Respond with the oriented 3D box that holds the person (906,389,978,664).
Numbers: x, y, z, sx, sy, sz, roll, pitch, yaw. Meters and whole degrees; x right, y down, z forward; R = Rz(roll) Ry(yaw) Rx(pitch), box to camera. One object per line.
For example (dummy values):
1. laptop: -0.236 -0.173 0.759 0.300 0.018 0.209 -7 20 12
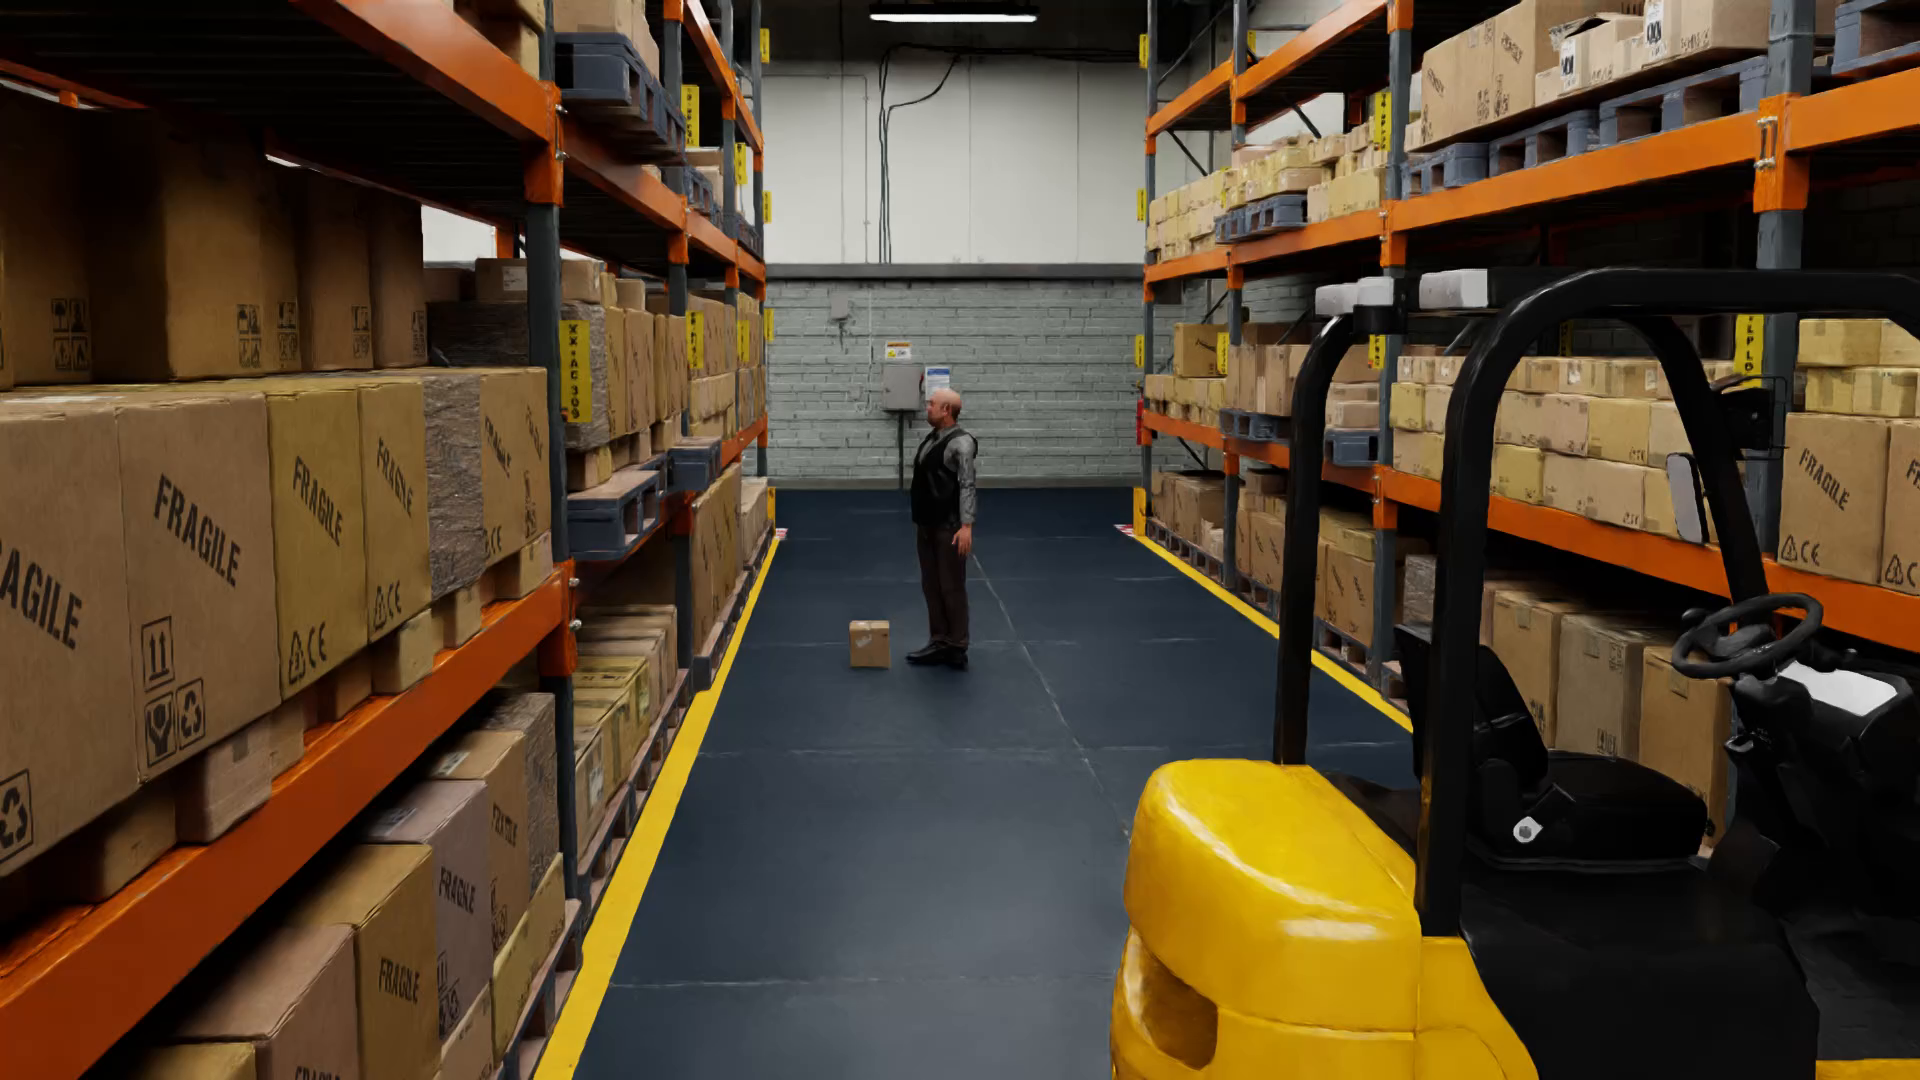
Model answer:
1. person: -0.095 -0.077 10.372 0.366 1.727 0.634 -4 8 -31
